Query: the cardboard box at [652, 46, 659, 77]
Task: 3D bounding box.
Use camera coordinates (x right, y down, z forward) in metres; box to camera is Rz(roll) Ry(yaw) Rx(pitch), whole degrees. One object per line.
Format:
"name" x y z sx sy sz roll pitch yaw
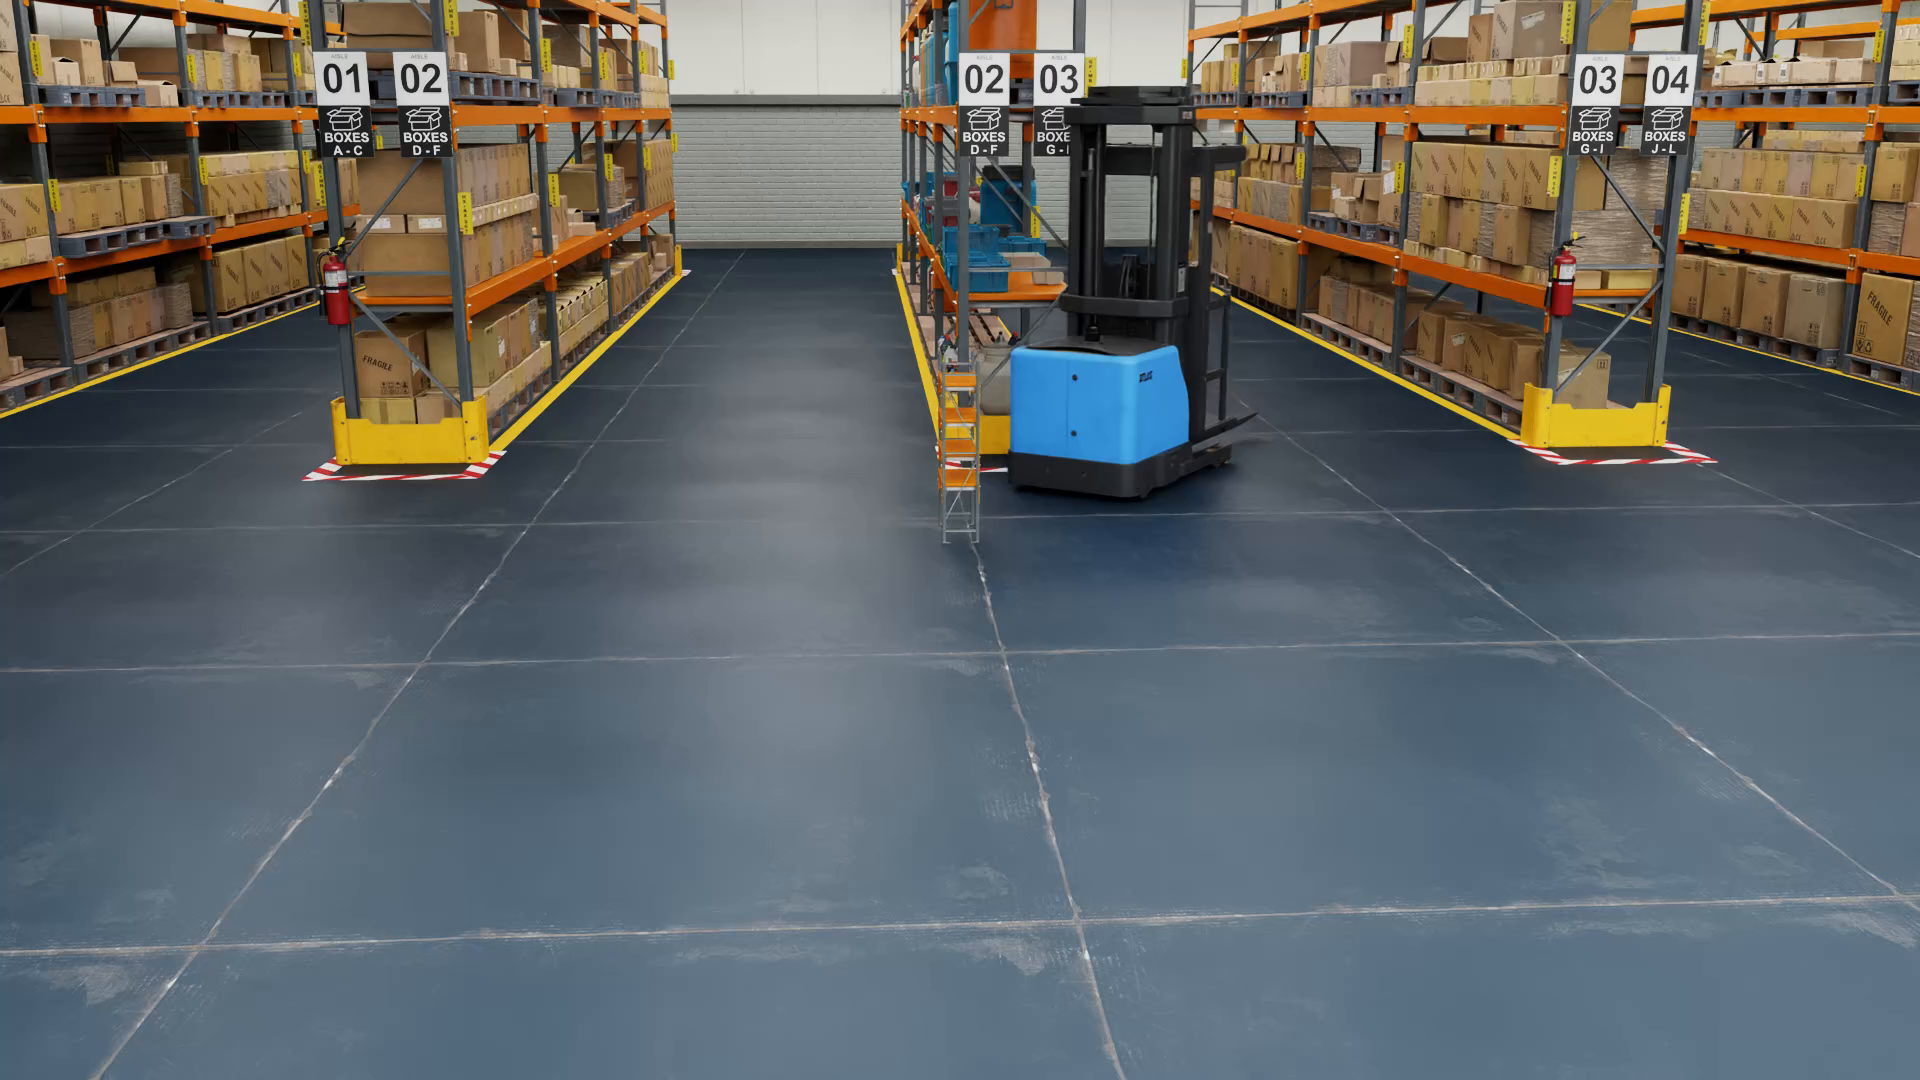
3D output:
"cardboard box" -5.405 -7.952 27.687 0.700 0.500 0.500 -1 14 -3

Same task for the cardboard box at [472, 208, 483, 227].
"cardboard box" -4.317 -2.769 14.267 0.380 0.149 0.250 -1 14 -4

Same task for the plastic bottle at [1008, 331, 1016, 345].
"plastic bottle" 0.562 -1.960 17.058 0.144 0.351 0.185 -1 14 -5

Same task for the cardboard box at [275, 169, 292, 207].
"cardboard box" -9.827 -4.987 23.550 0.500 0.500 0.500 -1 14 -3

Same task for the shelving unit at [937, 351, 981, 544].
"shelving unit" -0.010 -0.622 11.037 0.258 1.200 0.503 -1 14 -3

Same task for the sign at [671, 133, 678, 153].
"sign" -4.897 -6.812 28.523 0.100 0.325 0.005 -1 14 -3

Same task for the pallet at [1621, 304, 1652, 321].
"pallet" 9.840 -3.152 22.854 1.003 0.211 1.213 -1 14 -3

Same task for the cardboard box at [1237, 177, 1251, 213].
"cardboard box" 4.462 -5.182 24.945 0.500 0.500 0.500 -1 14 -3

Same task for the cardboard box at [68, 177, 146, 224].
"cardboard box" -9.762 -3.863 18.936 0.700 0.500 0.500 -1 14 -3

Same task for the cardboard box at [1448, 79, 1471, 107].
"cardboard box" 5.009 -4.271 15.887 0.500 0.250 0.500 -1 15 -6

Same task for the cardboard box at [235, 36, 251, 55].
"cardboard box" -10.225 -6.879 23.133 0.500 0.250 0.500 0 14 1

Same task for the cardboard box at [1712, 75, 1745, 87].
"cardboard box" 9.748 -5.806 21.011 0.380 0.149 0.250 -1 15 -6

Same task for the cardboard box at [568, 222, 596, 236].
"cardboard box" -4.625 -3.764 20.139 0.380 0.149 0.250 -1 14 -3

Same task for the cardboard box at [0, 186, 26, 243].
"cardboard box" -9.279 -3.096 15.795 0.500 0.500 0.500 -1 14 -4

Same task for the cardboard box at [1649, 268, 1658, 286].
"cardboard box" 9.586 -3.461 22.631 0.500 0.500 0.500 -1 14 -4

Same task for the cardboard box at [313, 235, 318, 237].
"cardboard box" -10.348 -4.737 26.289 0.380 0.149 0.250 -1 14 -3

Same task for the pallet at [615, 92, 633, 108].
"pallet" -5.167 -6.040 22.840 1.213 0.211 1.003 -1 14 -3

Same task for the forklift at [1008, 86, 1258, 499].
"forklift" 1.537 -2.036 13.059 1.130 2.935 3.031 8 17 29

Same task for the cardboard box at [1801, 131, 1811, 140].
"cardboard box" 14.191 -6.703 27.549 0.380 0.149 0.250 -1 14 -3

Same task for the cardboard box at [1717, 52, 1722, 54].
"cardboard box" 10.050 -6.476 22.420 0.396 0.266 0.258 -1 14 -3

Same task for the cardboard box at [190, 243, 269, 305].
"cardboard box" -9.863 -3.593 22.441 0.750 0.750 0.750 -1 14 -4

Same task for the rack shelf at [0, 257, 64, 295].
"rack shelf" -9.529 -2.187 14.950 1.077 0.370 4.000 -1 14 -3

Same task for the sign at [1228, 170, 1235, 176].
"sign" 4.129 -5.700 25.265 0.100 0.325 0.005 -1 14 -3

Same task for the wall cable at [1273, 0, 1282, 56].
"wall cable" 7.525 -12.169 33.808 2.277 5.999 0.120 -1 14 -3

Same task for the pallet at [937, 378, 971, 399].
"pallet" 0.314 -1.363 15.901 1.003 0.211 1.213 -1 14 -3

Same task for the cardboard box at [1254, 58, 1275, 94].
"cardboard box" 4.729 -6.812 24.419 0.700 0.500 0.500 -1 14 -2

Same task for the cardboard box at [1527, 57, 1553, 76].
"cardboard box" 5.072 -4.037 14.180 0.380 0.149 0.250 -2 15 -6

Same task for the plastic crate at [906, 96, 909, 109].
"plastic crate" -0.589 -6.626 25.164 0.450 0.188 0.662 -1 14 -3

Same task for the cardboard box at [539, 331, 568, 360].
"cardboard box" -4.487 -2.086 17.789 0.500 0.250 0.500 -1 14 -5

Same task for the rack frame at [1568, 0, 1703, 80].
"rack frame" 5.426 -5.173 13.071 1.000 3.000 0.127 -1 14 -3

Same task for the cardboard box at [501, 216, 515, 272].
"cardboard box" -4.609 -2.792 15.658 0.700 0.500 0.500 -1 14 -3

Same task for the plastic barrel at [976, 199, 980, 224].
"plastic barrel" 0.395 -3.493 18.309 0.433 0.535 0.433 0 14 0

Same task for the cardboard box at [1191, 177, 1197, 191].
"cardboard box" 4.234 -6.065 28.283 0.500 0.250 0.500 -1 14 -4

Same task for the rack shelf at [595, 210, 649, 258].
"rack shelf" -5.081 -4.254 22.983 1.077 0.370 4.000 -1 14 -3

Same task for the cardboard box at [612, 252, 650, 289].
"cardboard box" -4.888 -3.984 24.624 0.500 0.500 0.500 -1 14 -4

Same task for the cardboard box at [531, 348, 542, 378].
"cardboard box" -4.441 -1.745 16.465 0.500 0.250 0.500 -1 14 -3

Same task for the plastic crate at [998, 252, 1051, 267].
"plastic crate" 0.588 -2.658 15.866 0.530 0.136 0.437 -1 14 -3

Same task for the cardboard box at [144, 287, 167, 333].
"cardboard box" -9.888 -2.722 19.718 0.700 0.500 0.500 -1 14 -4

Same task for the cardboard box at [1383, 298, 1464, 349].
"cardboard box" 5.162 -2.418 18.536 0.700 0.500 0.500 -2 15 -8

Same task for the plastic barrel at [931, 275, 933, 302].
"plastic barrel" -0.184 -3.439 22.524 0.421 0.512 0.421 0 14 0

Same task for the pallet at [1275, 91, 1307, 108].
"pallet" 4.838 -5.777 21.820 1.213 0.211 1.003 0 14 -1

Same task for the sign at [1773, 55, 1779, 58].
"sign" 10.442 -6.056 21.328 0.100 0.325 0.005 -1 14 -3

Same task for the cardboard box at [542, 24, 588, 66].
"cardboard box" -4.978 -6.199 20.872 0.500 0.500 0.500 -1 14 -3

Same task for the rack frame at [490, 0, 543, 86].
"rack frame" -4.709 -6.015 16.346 1.000 3.000 0.127 -1 14 -3

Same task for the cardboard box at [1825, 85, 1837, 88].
"cardboard box" 14.458 -7.494 26.862 0.797 0.503 0.637 0 14 1

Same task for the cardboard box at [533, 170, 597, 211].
"cardboard box" -5.108 -4.511 21.498 0.700 0.500 0.500 -6 16 -22

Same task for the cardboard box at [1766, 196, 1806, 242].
"cardboard box" 9.773 -3.739 19.337 0.500 0.500 0.500 -1 14 -3

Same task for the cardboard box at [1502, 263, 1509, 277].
"cardboard box" 5.147 -2.462 15.080 0.380 0.149 0.250 -1 14 -3

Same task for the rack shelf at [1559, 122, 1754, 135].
"rack shelf" 9.763 -5.910 23.400 1.077 0.370 4.000 -1 14 -3

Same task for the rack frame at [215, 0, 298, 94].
"rack frame" -10.149 -7.928 23.778 1.000 3.000 0.127 -1 14 -3

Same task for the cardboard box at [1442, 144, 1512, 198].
"cardboard box" 5.015 -3.574 16.094 0.500 0.500 0.500 -1 14 -3

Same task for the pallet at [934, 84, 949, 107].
"pallet" 0.377 -4.369 16.346 1.213 0.211 1.003 -1 14 -3

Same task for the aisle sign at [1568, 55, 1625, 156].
"aisle sign" 5.131 -3.506 13.417 0.394 0.787 0.004 -1 14 -3

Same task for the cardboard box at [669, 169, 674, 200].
"cardboard box" -5.153 -6.036 28.264 0.500 0.500 0.500 0 14 -2

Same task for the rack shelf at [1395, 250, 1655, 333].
"rack shelf" 5.302 -2.416 15.841 1.077 0.370 4.000 -1 14 -3

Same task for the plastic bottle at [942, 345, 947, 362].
"plastic bottle" -0.149 -1.787 16.522 0.061 0.283 0.133 0 14 -1

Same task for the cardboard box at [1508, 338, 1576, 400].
"cardboard box" 5.333 -1.564 15.258 0.500 0.500 0.500 3 15 11

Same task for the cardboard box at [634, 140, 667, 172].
"cardboard box" -5.082 -6.266 27.153 0.500 0.500 0.500 0 14 -2

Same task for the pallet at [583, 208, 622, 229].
"pallet" -5.069 -4.179 21.635 1.213 0.211 1.003 -1 14 -3
